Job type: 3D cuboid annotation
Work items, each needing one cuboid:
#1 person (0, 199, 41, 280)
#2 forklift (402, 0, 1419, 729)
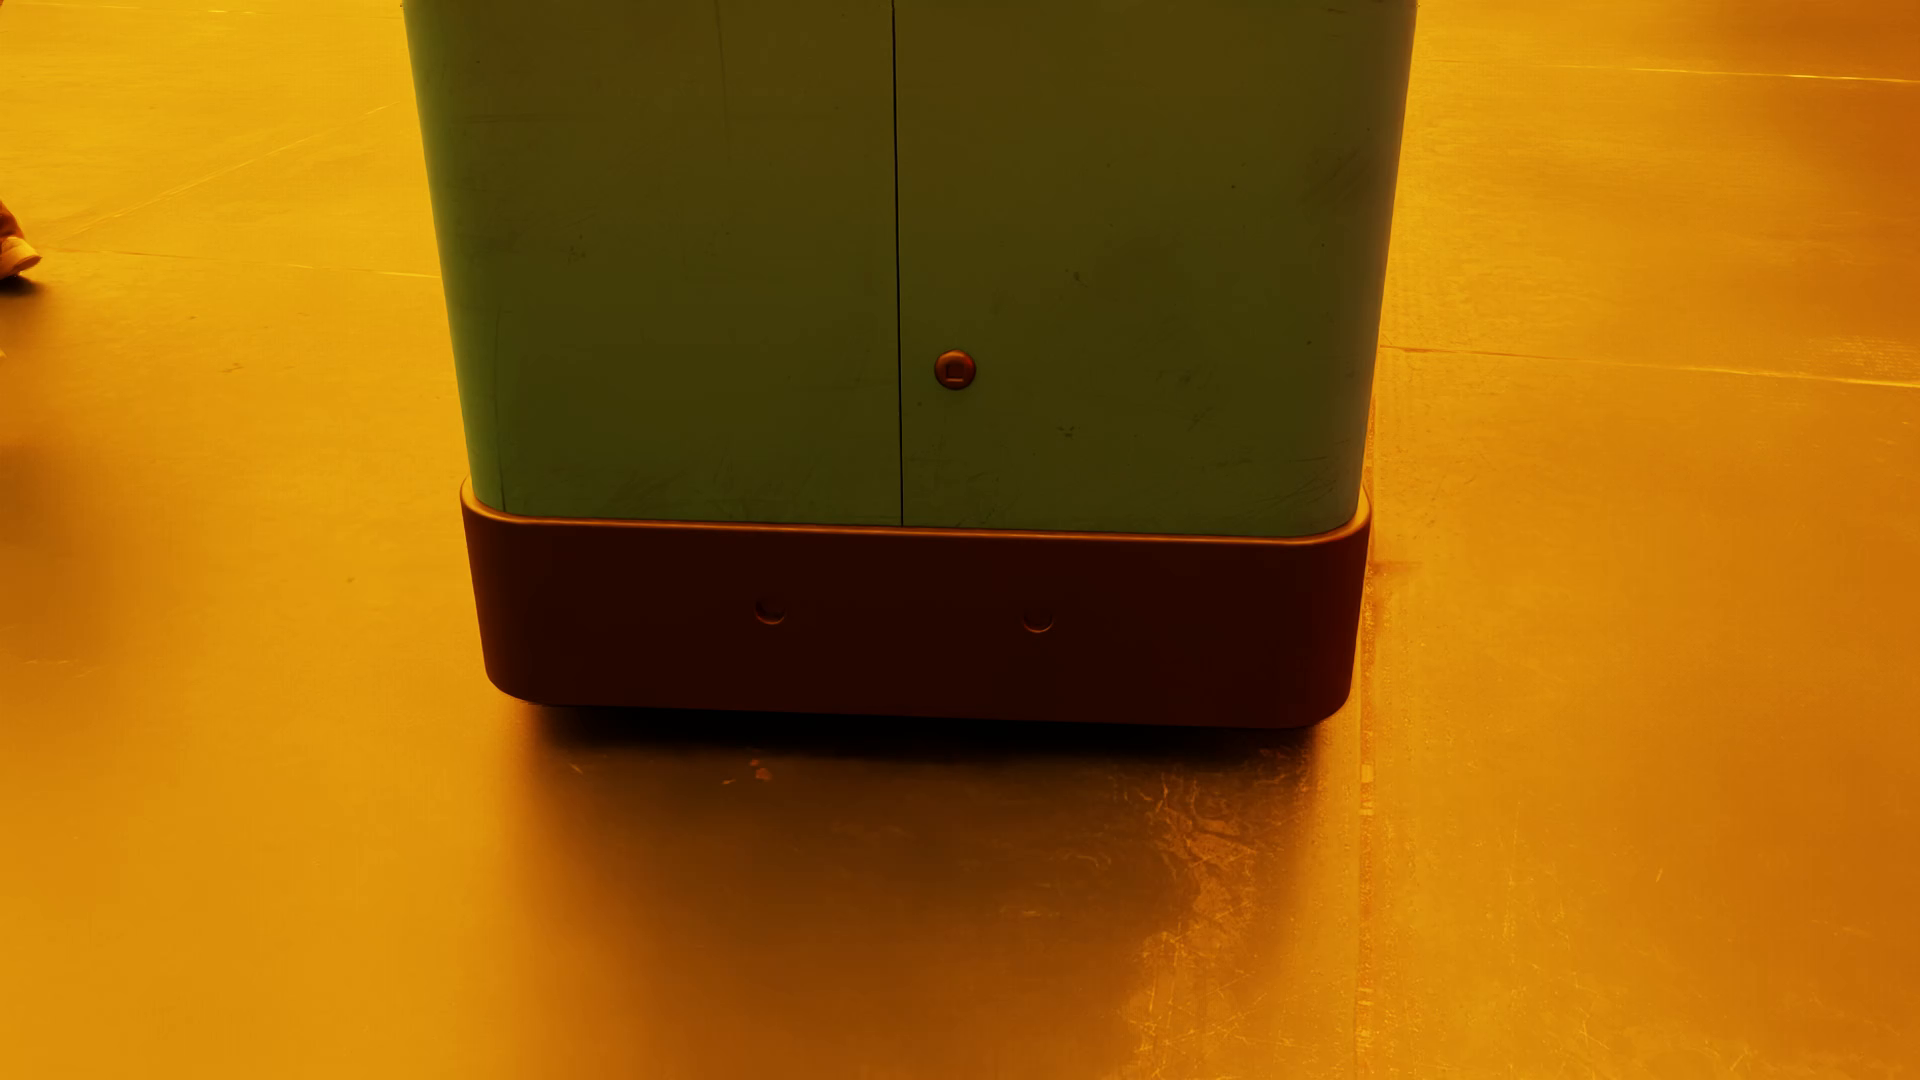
[{"bbox_3d":[-1.962,-1.097,2.988,0.606,1.703,1.218,-2,27,-3],"label":"person"},{"bbox_3d":[0.032,-1.719,2.654,1.130,2.935,3.031,2,27,3],"label":"forklift"}]
